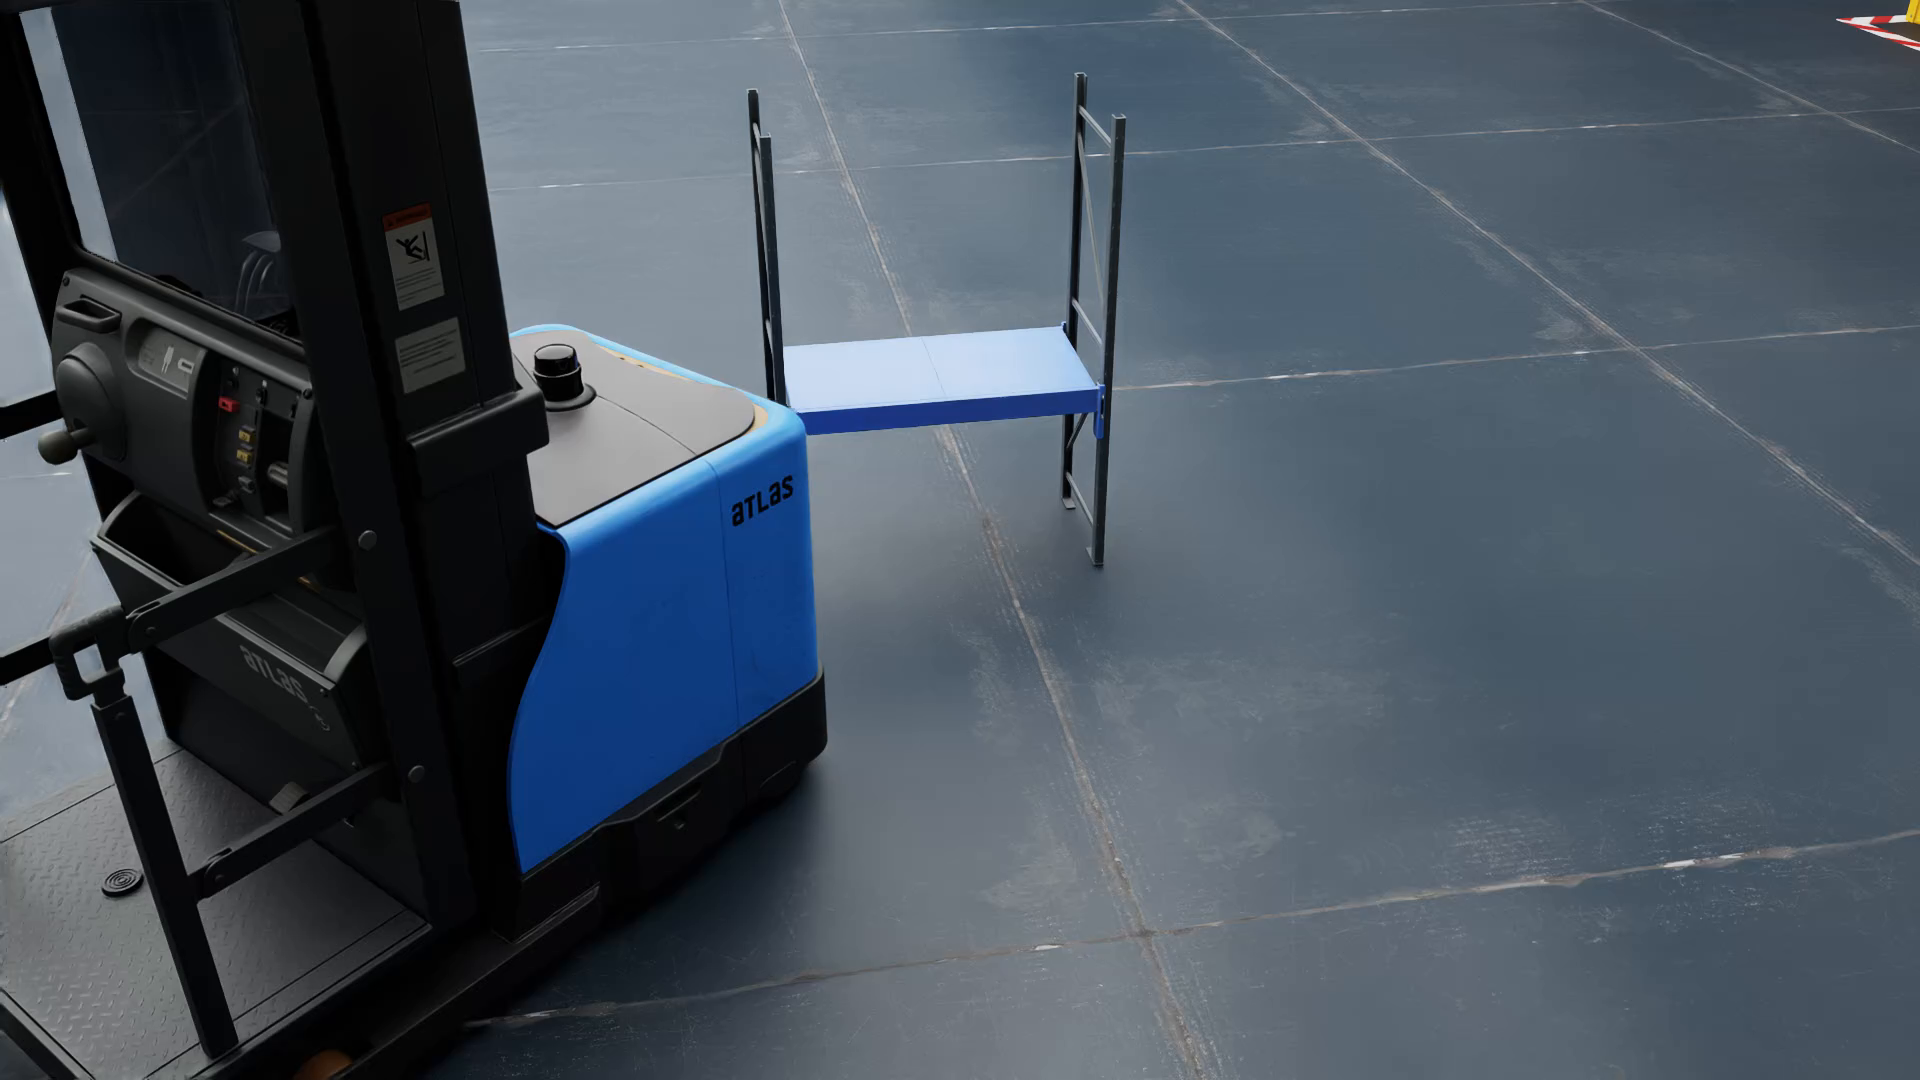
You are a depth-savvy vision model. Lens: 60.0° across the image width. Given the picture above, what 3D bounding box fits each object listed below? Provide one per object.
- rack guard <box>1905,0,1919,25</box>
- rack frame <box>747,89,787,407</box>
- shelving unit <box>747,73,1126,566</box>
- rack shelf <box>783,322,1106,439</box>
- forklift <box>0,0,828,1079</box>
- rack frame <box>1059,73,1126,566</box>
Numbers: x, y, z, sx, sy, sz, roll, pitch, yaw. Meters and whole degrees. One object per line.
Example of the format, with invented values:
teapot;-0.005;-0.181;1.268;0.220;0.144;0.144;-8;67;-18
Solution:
rack guard;7.144;-3.745;11.541;0.348;0.500;1.175;-5;31;-9
rack frame;-0.584;-0.592;5.194;0.032;1.500;0.500;-5;31;-9
shelving unit;-0.084;-0.639;5.273;1.048;1.500;0.538;-5;31;-9
rack shelf;-0.084;-0.484;5.364;1.000;0.185;0.538;-5;31;-9
forklift;-1.673;-0.218;3.145;1.130;2.935;3.031;22;37;32
rack frame;0.416;-0.685;5.352;0.032;1.500;0.500;-5;31;-9
